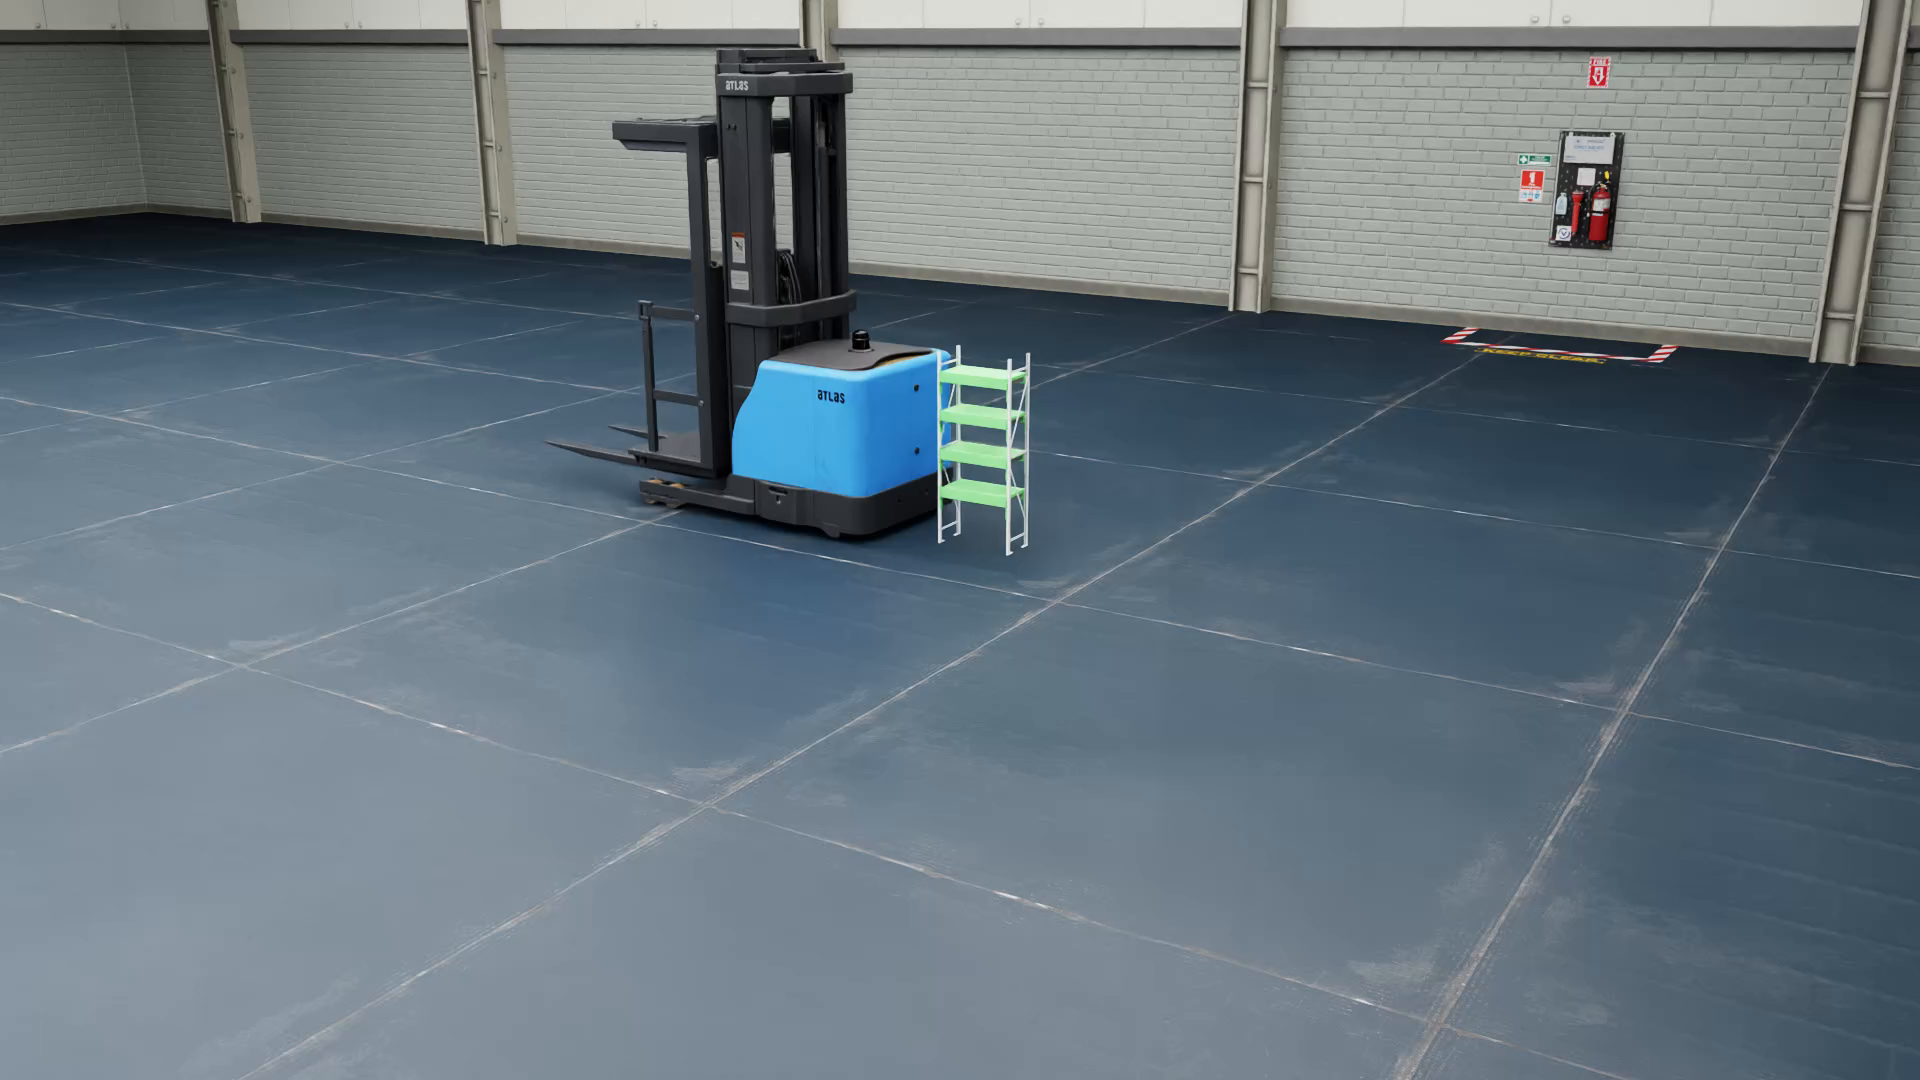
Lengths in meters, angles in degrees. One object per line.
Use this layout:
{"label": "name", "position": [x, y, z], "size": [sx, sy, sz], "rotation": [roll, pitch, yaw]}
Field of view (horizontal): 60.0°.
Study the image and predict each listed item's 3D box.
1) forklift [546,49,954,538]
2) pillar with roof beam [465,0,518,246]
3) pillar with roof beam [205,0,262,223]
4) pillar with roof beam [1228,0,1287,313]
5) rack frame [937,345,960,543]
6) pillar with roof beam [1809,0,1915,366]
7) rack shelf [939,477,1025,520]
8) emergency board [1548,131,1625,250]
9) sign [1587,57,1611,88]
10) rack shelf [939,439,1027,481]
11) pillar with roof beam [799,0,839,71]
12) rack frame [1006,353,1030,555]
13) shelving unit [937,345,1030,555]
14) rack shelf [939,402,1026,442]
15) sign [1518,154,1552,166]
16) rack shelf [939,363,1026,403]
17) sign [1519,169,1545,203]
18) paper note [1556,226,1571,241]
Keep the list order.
{"label": "forklift", "position": [-1.545, -1.727, 11.023], "size": [3.031, 2.935, 1.130], "rotation": [11, 20, 33]}
{"label": "pillar with roof beam", "position": [-9.162, -7.699, 20.245], "size": [0.400, 9.000, 9.100], "rotation": [10, 20, 30]}
{"label": "pillar with roof beam", "position": [-14.274, -8.612, 23.250], "size": [0.400, 9.000, 9.100], "rotation": [10, 20, 30]}
{"label": "pillar with roof beam", "position": [1.064, -5.874, 14.236], "size": [0.400, 9.000, 9.100], "rotation": [10, 20, 30]}
{"label": "rack frame", "position": [-0.067, -0.586, 10.246], "size": [0.015, 1.200, 0.240], "rotation": [10, 20, 30]}
{"label": "pillar with roof beam", "position": [6.176, -4.961, 11.232], "size": [0.400, 9.000, 9.100], "rotation": [10, 20, 30]}
{"label": "rack shelf", "position": [0.141, -0.258, 10.212], "size": [0.480, 0.148, 0.258], "rotation": [10, 20, 30]}
{"label": "emergency board", "position": [6.344, -3.542, 16.882], "size": [0.643, 1.169, 0.194], "rotation": [10, 20, 30]}
{"label": "sign", "position": [6.389, -4.677, 16.630], "size": [0.199, 0.298, 0.001], "rotation": [10, 20, 30]}
{"label": "rack shelf", "position": [0.141, -0.488, 10.142], "size": [0.480, 0.148, 0.258], "rotation": [10, 20, 30]}
{"label": "pillar with roof beam", "position": [-4.049, -6.787, 17.241], "size": [0.400, 9.000, 9.100], "rotation": [10, 20, 30]}
{"label": "rack frame", "position": [0.349, -0.512, 10.002], "size": [0.015, 1.200, 0.240], "rotation": [10, 20, 30]}
{"label": "shelving unit", "position": [0.141, -0.549, 10.124], "size": [0.503, 1.200, 0.258], "rotation": [10, 20, 30]}
{"label": "rack shelf", "position": [0.141, -0.717, 10.073], "size": [0.480, 0.148, 0.258], "rotation": [10, 20, 30]}
{"label": "sign", "position": [5.926, -3.920, 17.151], "size": [0.331, 0.109, 0.001], "rotation": [10, 20, 30]}
{"label": "rack shelf", "position": [0.141, -0.947, 10.003], "size": [0.480, 0.148, 0.258], "rotation": [10, 20, 30]}
{"label": "sign", "position": [5.926, -3.669, 17.238], "size": [0.234, 0.329, 0.001], "rotation": [10, 20, 30]}
{"label": "paper note", "position": [6.229, -3.165, 17.155], "size": [0.142, 0.148, 0.016], "rotation": [10, 20, 30]}
